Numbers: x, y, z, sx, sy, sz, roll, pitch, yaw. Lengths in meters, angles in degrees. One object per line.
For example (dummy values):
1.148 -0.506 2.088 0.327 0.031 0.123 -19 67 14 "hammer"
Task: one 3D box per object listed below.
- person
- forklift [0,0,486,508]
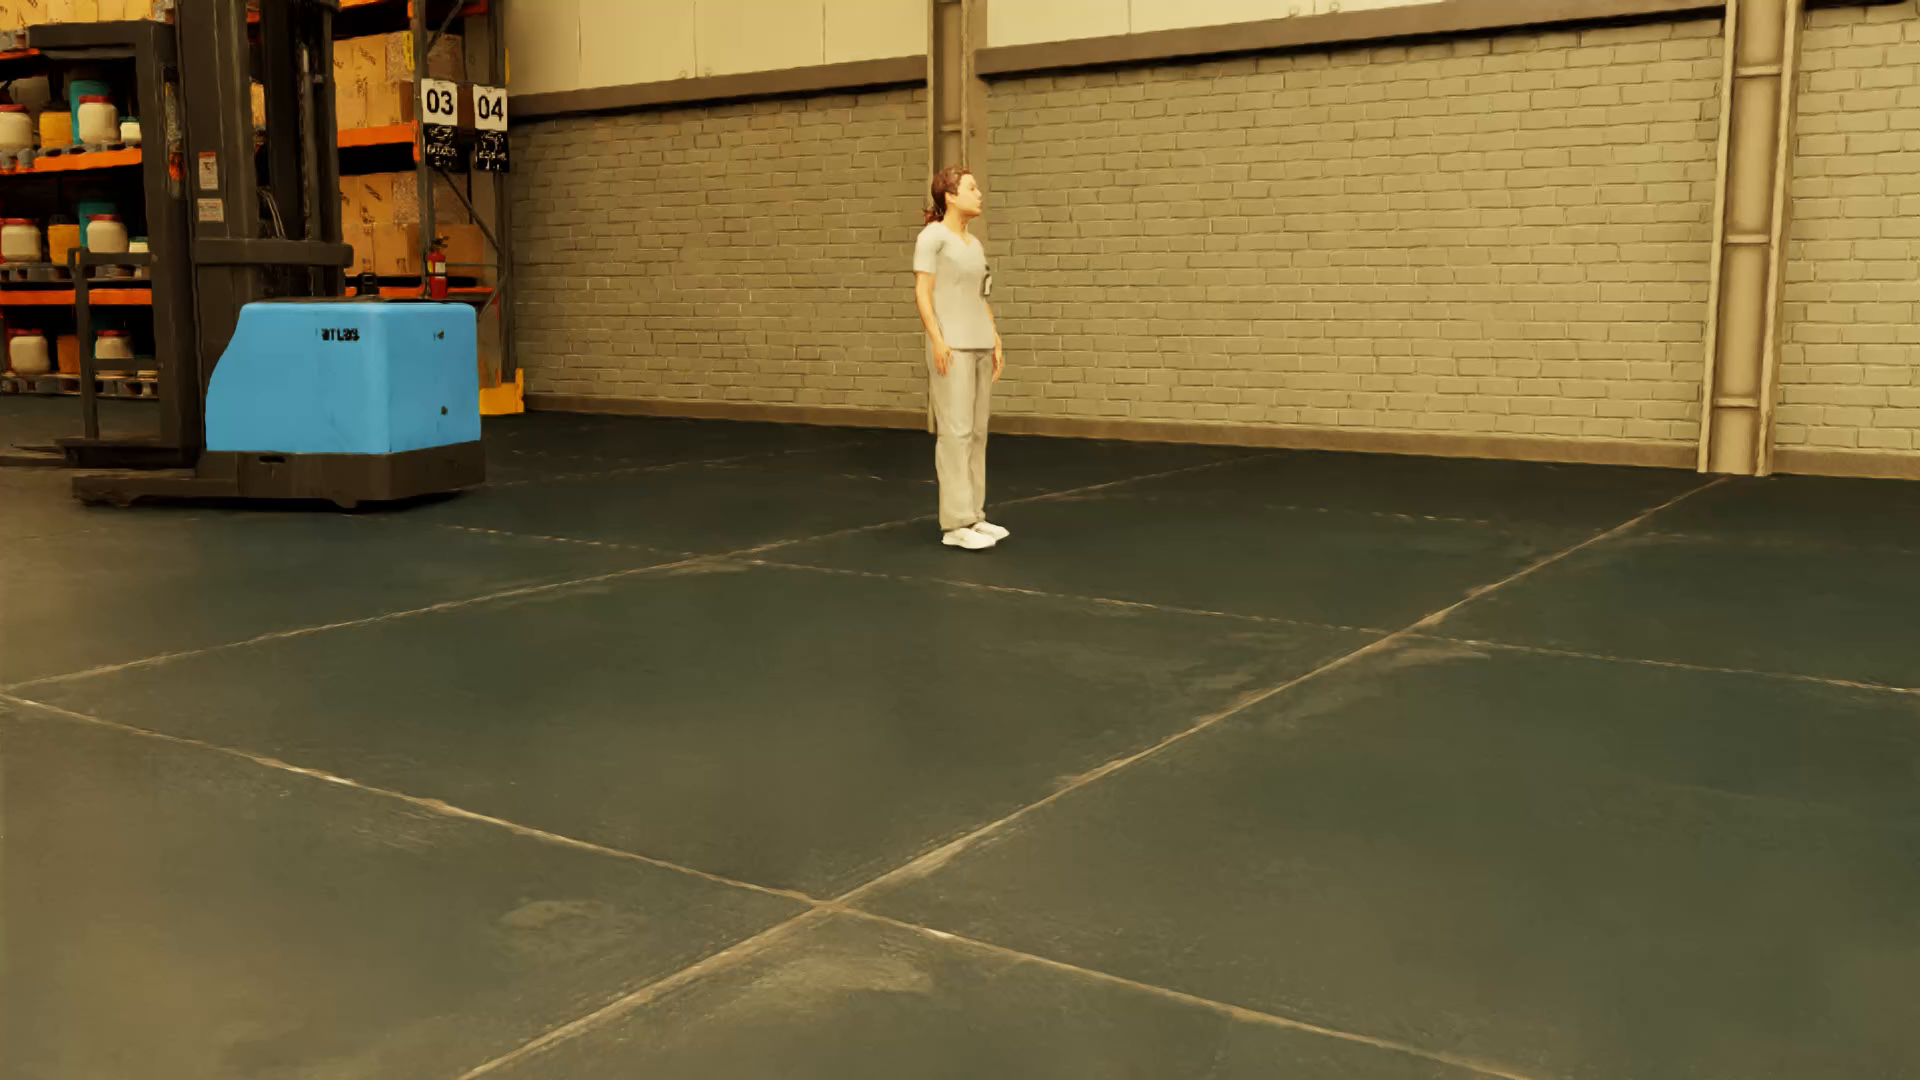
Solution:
0.054 -0.829 7.433 0.548 1.674 0.550 5 10 34 "person"
-4.261 -1.700 9.145 3.031 2.935 1.130 2 8 14 "forklift"
